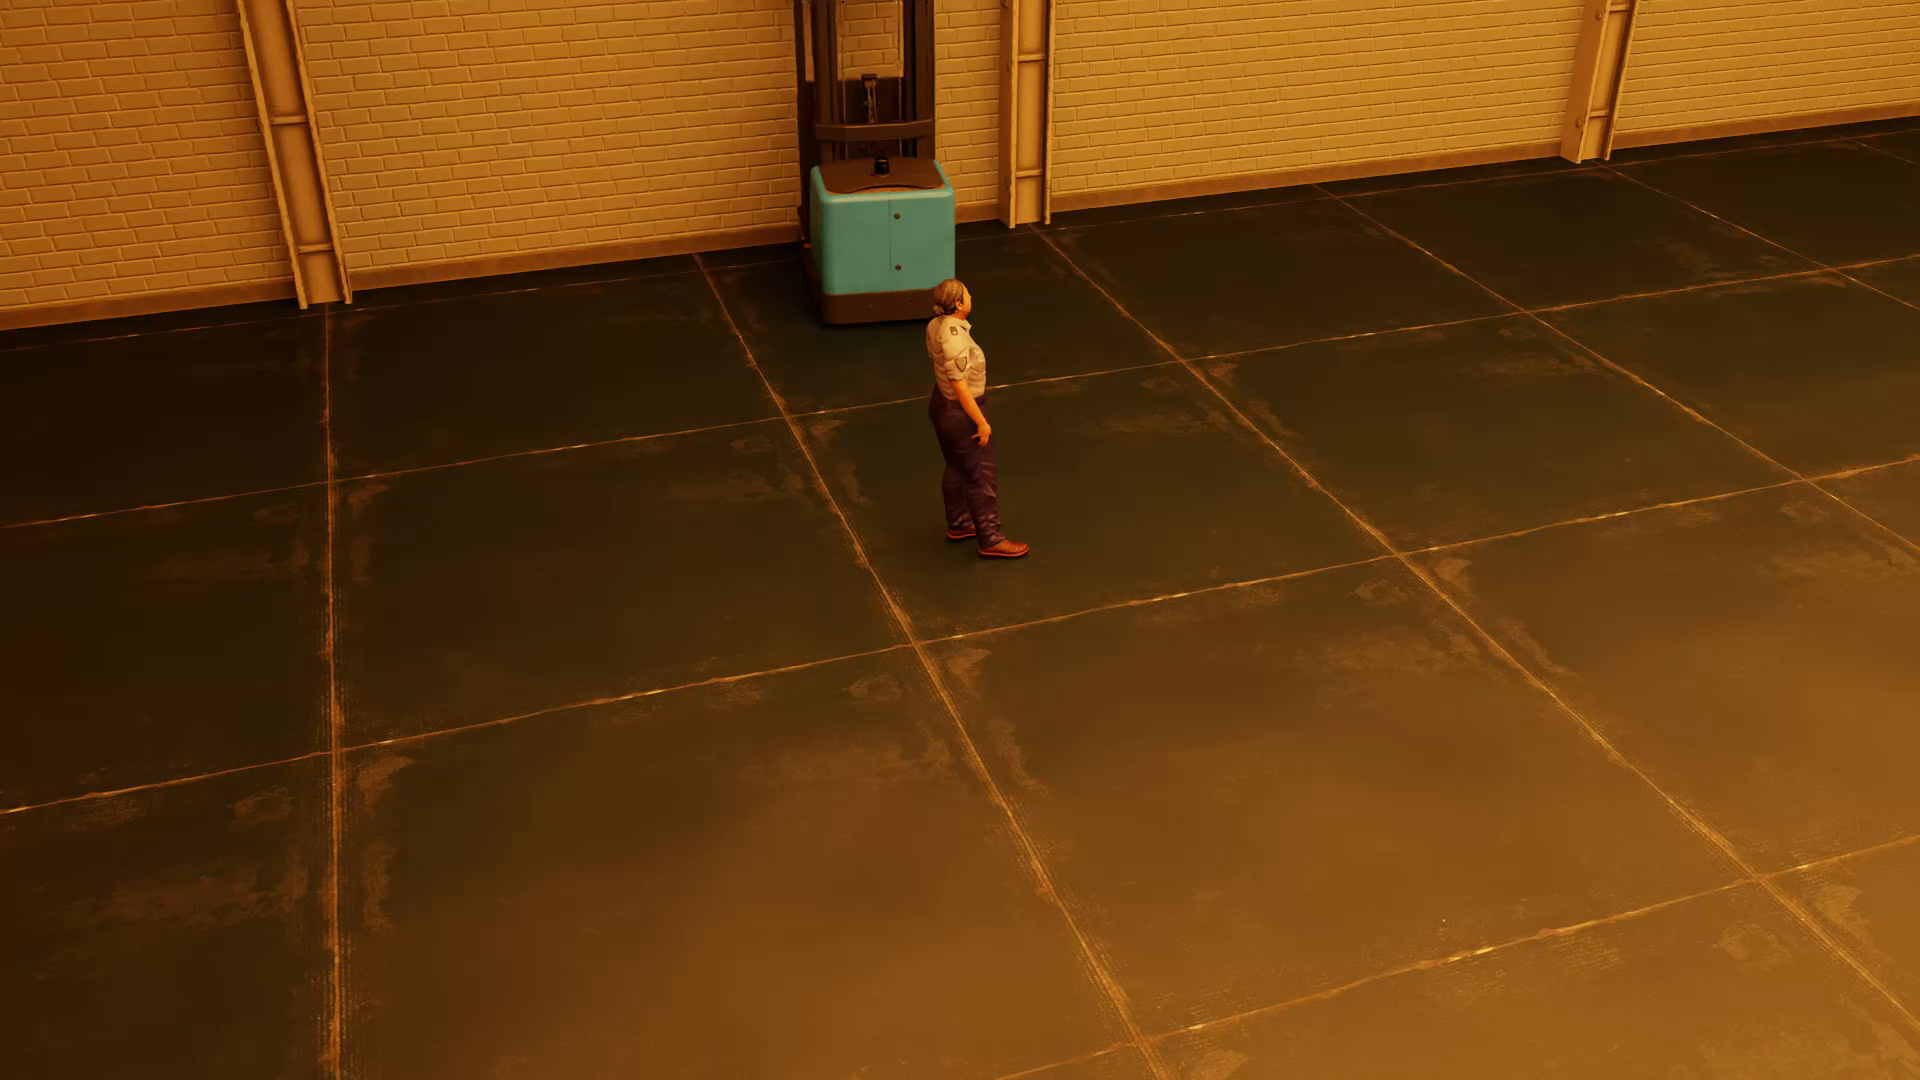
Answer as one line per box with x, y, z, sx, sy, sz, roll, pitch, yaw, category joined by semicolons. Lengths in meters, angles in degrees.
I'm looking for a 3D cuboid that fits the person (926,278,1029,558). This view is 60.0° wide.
0.092;-0.725;9.617;0.503;1.651;0.598;-10;31;-16;person

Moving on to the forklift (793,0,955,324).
-0.785;-3.641;13.415;1.130;2.935;3.031;-5;30;-9;forklift
